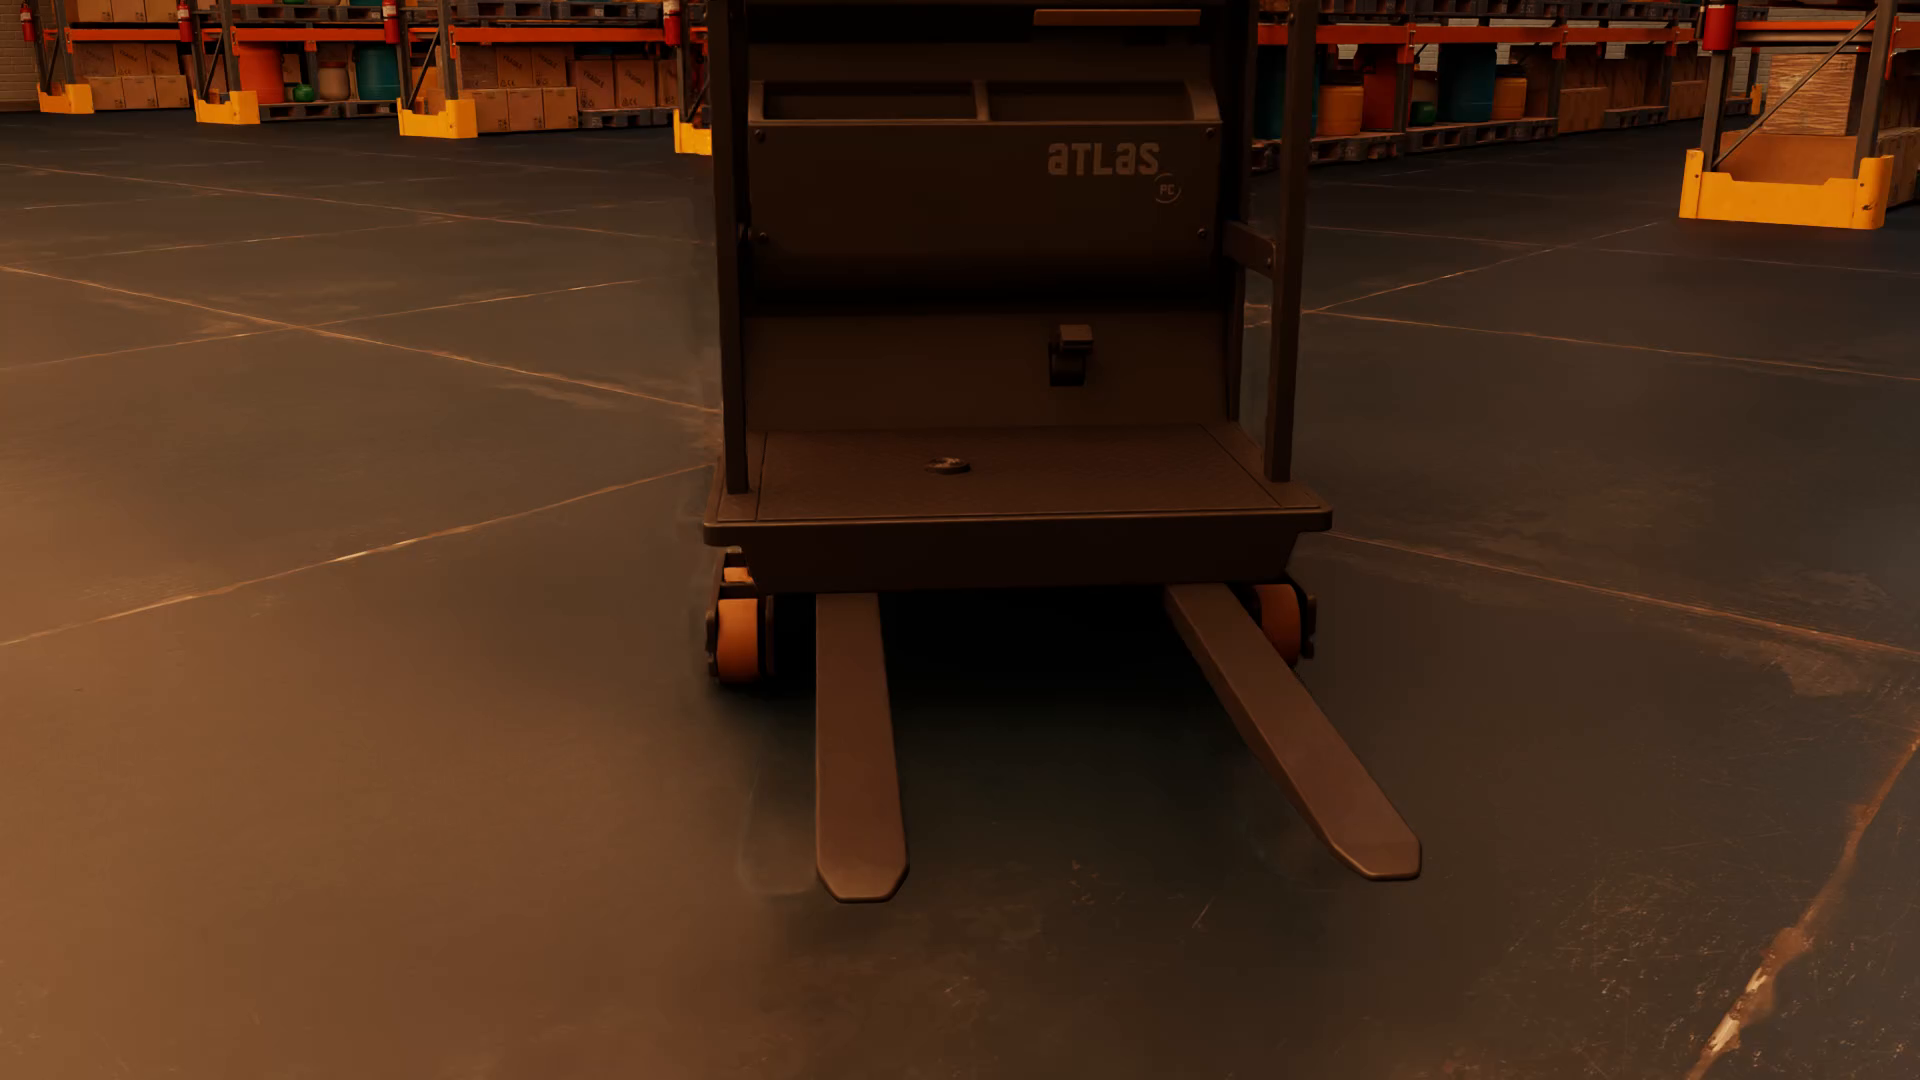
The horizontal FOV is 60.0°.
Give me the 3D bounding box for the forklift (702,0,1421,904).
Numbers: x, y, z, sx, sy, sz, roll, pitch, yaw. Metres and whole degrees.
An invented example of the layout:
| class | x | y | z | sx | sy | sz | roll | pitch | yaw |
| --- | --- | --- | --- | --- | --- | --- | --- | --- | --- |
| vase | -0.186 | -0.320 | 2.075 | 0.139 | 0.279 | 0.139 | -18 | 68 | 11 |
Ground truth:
| class | x | y | z | sx | sy | sz | roll | pitch | yaw |
| --- | --- | --- | --- | --- | --- | --- | --- | --- | --- |
| forklift | 0.069 | -1.235 | 2.963 | 1.130 | 2.935 | 3.031 | -1 | 17 | -5 |
